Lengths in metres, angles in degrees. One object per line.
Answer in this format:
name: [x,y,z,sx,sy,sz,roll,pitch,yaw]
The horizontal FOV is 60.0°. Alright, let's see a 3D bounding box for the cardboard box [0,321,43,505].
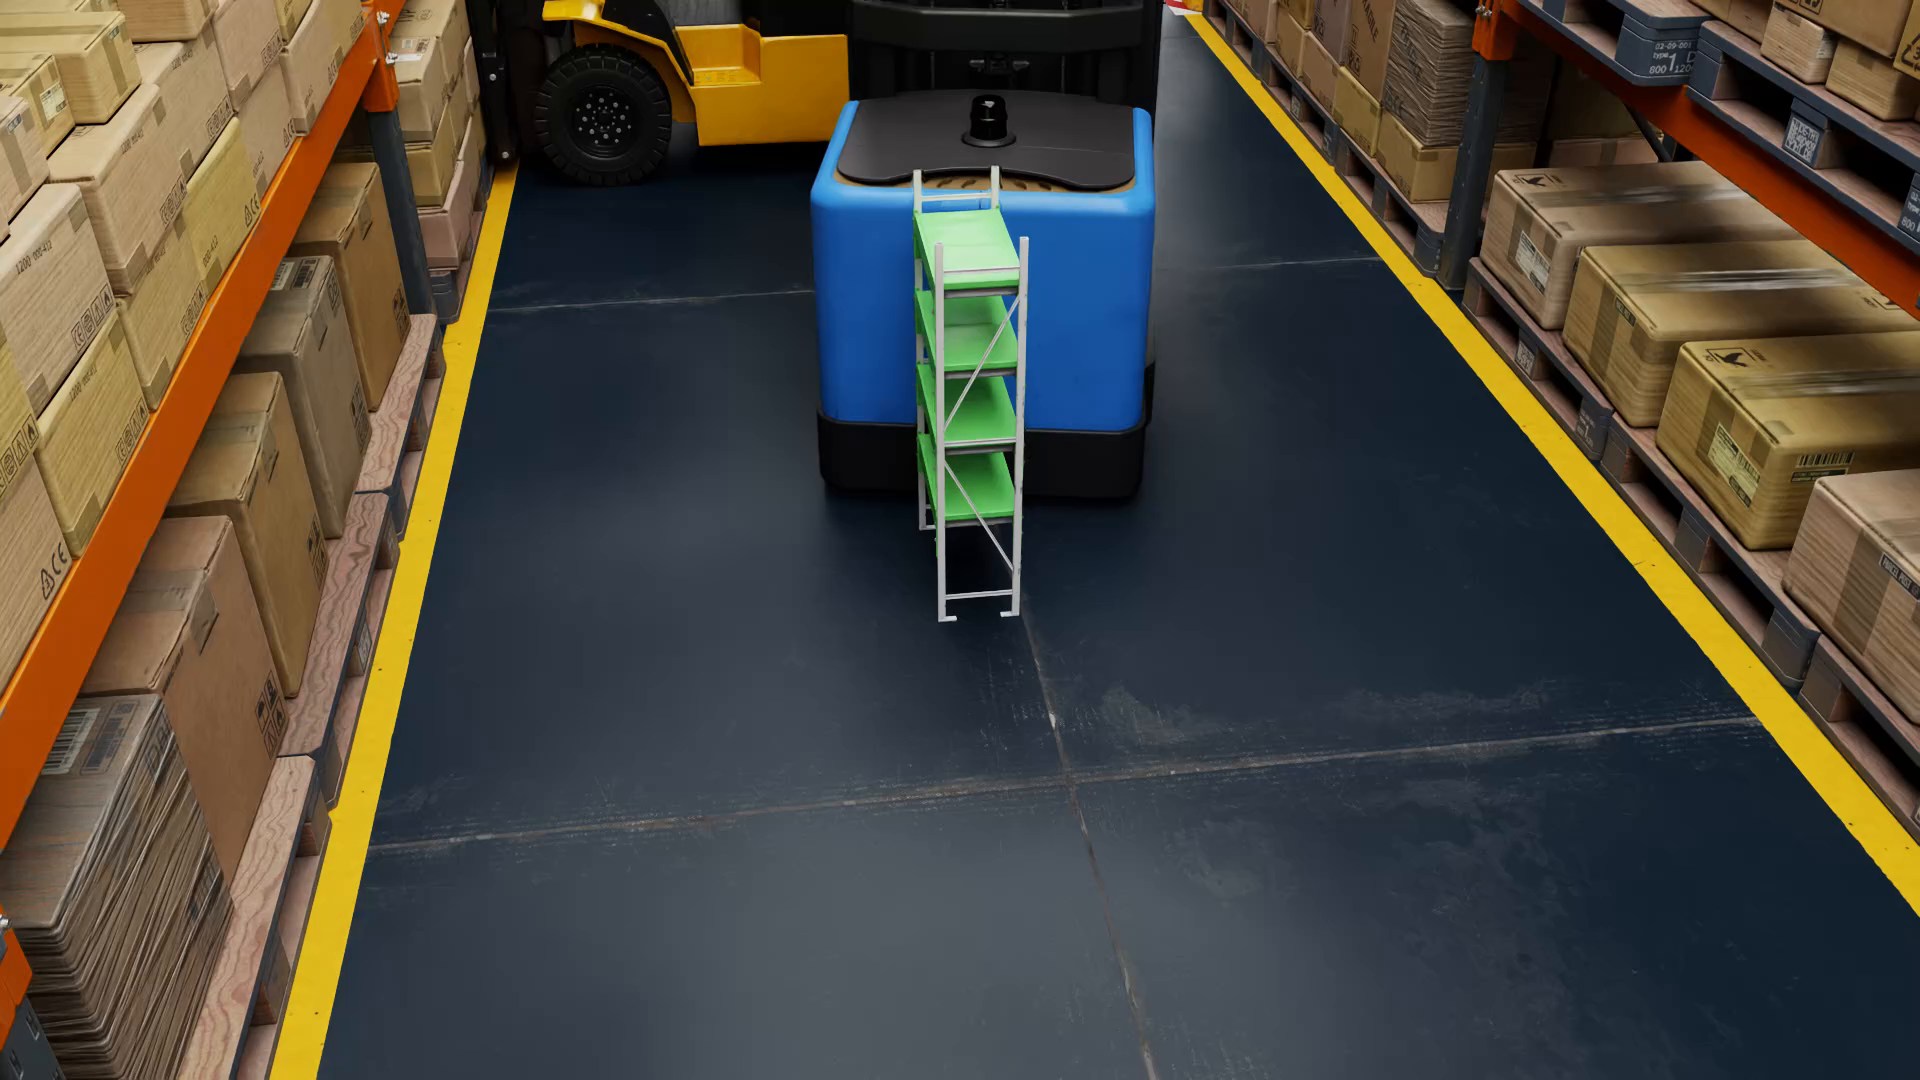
cardboard box: [-1.722,-0.112,2.439,0.500,0.250,0.500,-4,35,-6]

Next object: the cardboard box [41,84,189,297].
cardboard box: [-1.866,-0.683,3.277,0.500,0.250,0.500,-5,35,-8]

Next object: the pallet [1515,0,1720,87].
pallet: [2.409,-1.792,5.387,1.003,0.211,1.213,-4,35,-6]

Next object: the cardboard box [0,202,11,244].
cardboard box: [-1.778,-0.499,2.654,0.380,0.149,0.250,-3,34,-5]

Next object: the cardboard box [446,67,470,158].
cardboard box: [-2.296,-1.749,6.778,0.500,0.250,0.500,-5,35,-7]

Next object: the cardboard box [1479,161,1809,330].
cardboard box: [2.524,-1.104,6.167,0.950,0.372,0.625,-4,34,-6]

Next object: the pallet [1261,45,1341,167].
pallet: [2.158,-2.211,8.307,1.003,0.211,1.213,-4,35,-6]

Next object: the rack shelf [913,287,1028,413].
rack shelf: [0.022,-0.549,4.677,0.258,0.148,0.480,-4,35,-6]

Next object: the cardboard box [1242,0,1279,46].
cardboard box: [1.808,-2.822,8.796,0.500,0.250,0.500,-3,34,-5]

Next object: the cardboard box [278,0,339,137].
cardboard box: [-2.067,-1.328,4.668,0.500,0.250,0.500,-5,35,-7]

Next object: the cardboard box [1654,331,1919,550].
cardboard box: [2.719,-0.315,5.010,0.950,0.372,0.625,-3,34,-5]

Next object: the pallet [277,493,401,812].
pallet: [-2.162,0.312,4.605,1.003,0.211,1.213,-4,35,-6]

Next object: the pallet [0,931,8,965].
pallet: [-1.769,0.753,1.651,1.213,0.211,1.003,-4,35,-6]

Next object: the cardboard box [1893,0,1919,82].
cardboard box: [2.502,-1.217,3.646,0.500,0.500,0.500,-7,35,-10]

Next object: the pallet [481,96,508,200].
pallet: [-2.700,-1.908,7.862,1.003,0.211,1.213,-4,35,-6]

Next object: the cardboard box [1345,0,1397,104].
cardboard box: [2.035,-2.250,7.291,0.500,0.500,0.500,-4,34,-6]

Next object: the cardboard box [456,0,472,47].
cardboard box: [-2.359,-2.238,7.051,0.500,0.250,0.500,-3,34,-5]

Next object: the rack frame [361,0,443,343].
rack frame: [-2.468,-1.931,5.420,1.000,3.000,0.127,-4,35,-6]

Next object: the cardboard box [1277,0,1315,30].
cardboard box: [1.885,-2.832,8.145,0.500,0.500,0.500,-4,34,-5]

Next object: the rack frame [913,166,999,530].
rack frame: [-0.011,-0.540,4.976,0.240,1.200,0.015,-4,35,-6]

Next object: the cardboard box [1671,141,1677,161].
cardboard box: [3.655,-1.978,7.707,0.500,0.500,0.500,20,39,26]

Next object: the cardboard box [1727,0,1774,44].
cardboard box: [2.375,-1.469,4.593,0.380,0.149,0.250,-4,34,-6]

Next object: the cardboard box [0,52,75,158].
cardboard box: [-1.889,-0.782,3.069,0.380,0.149,0.250,-4,34,-6]

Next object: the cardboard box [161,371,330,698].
cardboard box: [-2.186,0.020,4.293,0.875,0.625,0.625,-6,35,-8]

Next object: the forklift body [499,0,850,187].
forklift body: [-0.943,-2.892,7.584,2.313,2.155,1.214,-4,35,-6]

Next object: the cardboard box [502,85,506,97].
cardboard box: [-2.421,-2.116,7.760,0.500,0.250,0.500,-3,34,-5]

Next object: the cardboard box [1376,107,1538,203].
cardboard box: [2.105,-1.656,7.085,0.500,0.250,0.500,-3,34,-4]

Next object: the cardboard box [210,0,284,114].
cardboard box: [-2.009,-1.249,4.108,0.500,0.250,0.500,-4,34,-5]

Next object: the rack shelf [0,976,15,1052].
rack shelf: [-1.661,1.714,0.710,1.077,0.370,4.000,-4,35,-6]

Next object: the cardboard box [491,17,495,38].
cardboard box: [-2.420,-2.312,7.605,0.500,0.250,0.500,-4,35,-7]

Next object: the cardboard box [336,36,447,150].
cardboard box: [-2.222,-1.675,6.225,0.500,0.250,0.500,-5,35,-7]

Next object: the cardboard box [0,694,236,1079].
cardboard box: [-2.000,0.760,3.207,0.875,0.625,0.625,-3,34,-5]

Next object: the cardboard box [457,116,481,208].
cardboard box: [-2.288,-1.546,6.923,0.500,0.250,0.500,-5,35,-7]

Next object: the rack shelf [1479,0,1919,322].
rack shelf: [2.719,-0.896,4.540,1.077,0.370,4.000,-4,35,-6]

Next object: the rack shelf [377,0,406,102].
rack shelf: [-2.737,-2.750,7.260,1.077,0.370,4.000,-4,35,-6]

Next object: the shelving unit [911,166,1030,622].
shelving unit: [0.022,-0.403,4.777,0.258,1.200,0.503,-4,35,-6]

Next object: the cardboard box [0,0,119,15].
cardboard box: [-1.995,-1.066,3.485,0.380,0.149,0.250,-4,35,-6]

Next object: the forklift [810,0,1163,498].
forklift: [0.171,-2.153,5.806,1.130,2.935,3.031,2,34,4]

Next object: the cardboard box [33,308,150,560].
cardboard box: [-1.810,-0.184,2.990,0.500,0.250,0.500,-5,35,-7]

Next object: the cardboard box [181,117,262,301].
cardboard box: [-1.954,-0.761,3.836,0.500,0.250,0.500,-3,34,-5]

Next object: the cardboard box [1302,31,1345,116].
cardboard box: [1.959,-2.236,7.937,0.500,0.250,0.500,-4,34,-6]

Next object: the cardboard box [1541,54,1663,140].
cardboard box: [2.639,-2.006,6.933,0.500,0.500,0.500,-3,34,-4]

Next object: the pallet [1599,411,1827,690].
pallet: [2.724,-0.040,5.121,1.003,0.211,1.213,-4,35,-6]

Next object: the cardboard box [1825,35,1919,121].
cardboard box: [2.424,-1.170,4.154,0.380,0.149,0.250,-5,35,-8]

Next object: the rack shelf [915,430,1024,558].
rack shelf: [0.022,-0.152,4.948,0.258,0.148,0.480,-4,35,-6]

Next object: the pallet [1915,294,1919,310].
pallet: [2.787,-0.387,3.325,1.213,0.211,1.003,-4,35,-6]

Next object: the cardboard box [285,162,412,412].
cardboard box: [-2.386,-0.833,5.545,0.875,0.625,0.625,-3,34,-4]
